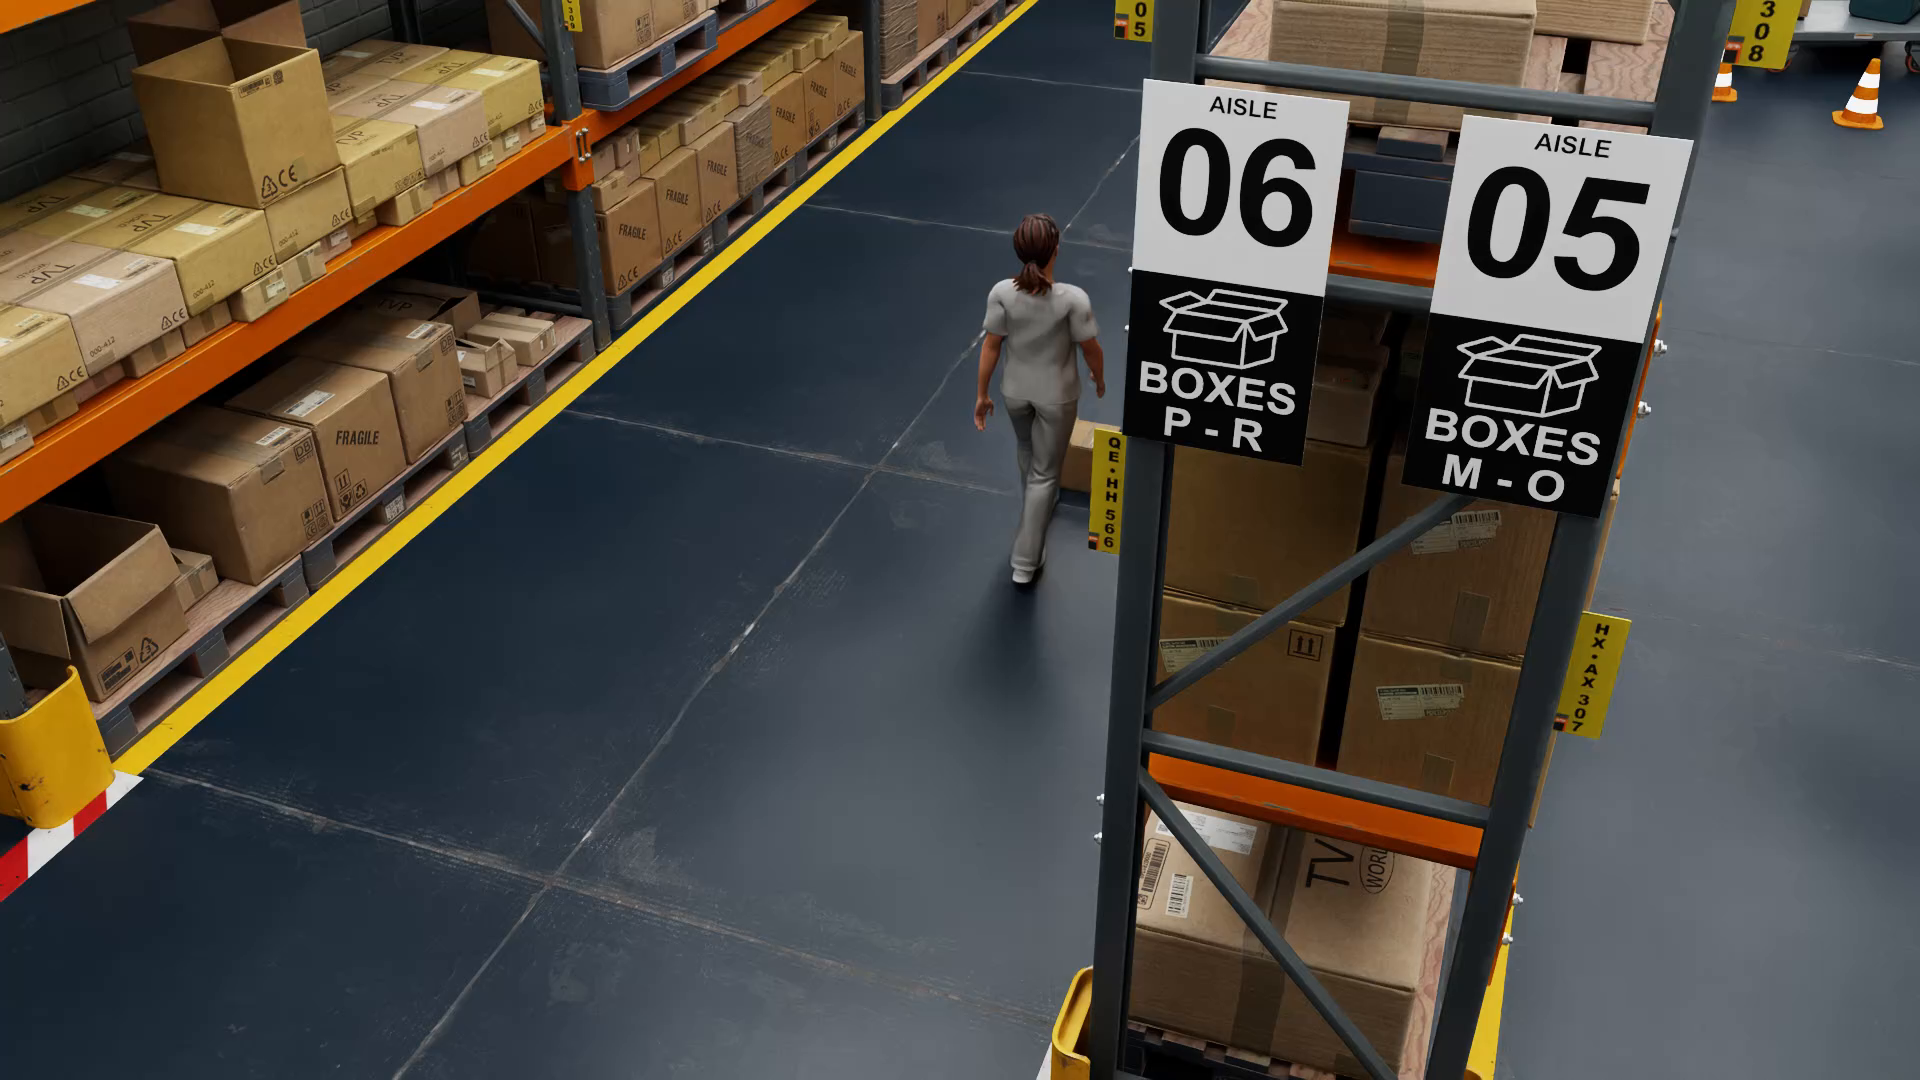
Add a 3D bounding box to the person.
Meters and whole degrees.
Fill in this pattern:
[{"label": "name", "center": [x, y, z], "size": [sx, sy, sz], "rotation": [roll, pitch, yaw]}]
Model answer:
[{"label": "person", "center": [0.400, -0.685, 7.166], "size": [0.493, 1.649, 0.798], "rotation": [14, 36, 20]}]
